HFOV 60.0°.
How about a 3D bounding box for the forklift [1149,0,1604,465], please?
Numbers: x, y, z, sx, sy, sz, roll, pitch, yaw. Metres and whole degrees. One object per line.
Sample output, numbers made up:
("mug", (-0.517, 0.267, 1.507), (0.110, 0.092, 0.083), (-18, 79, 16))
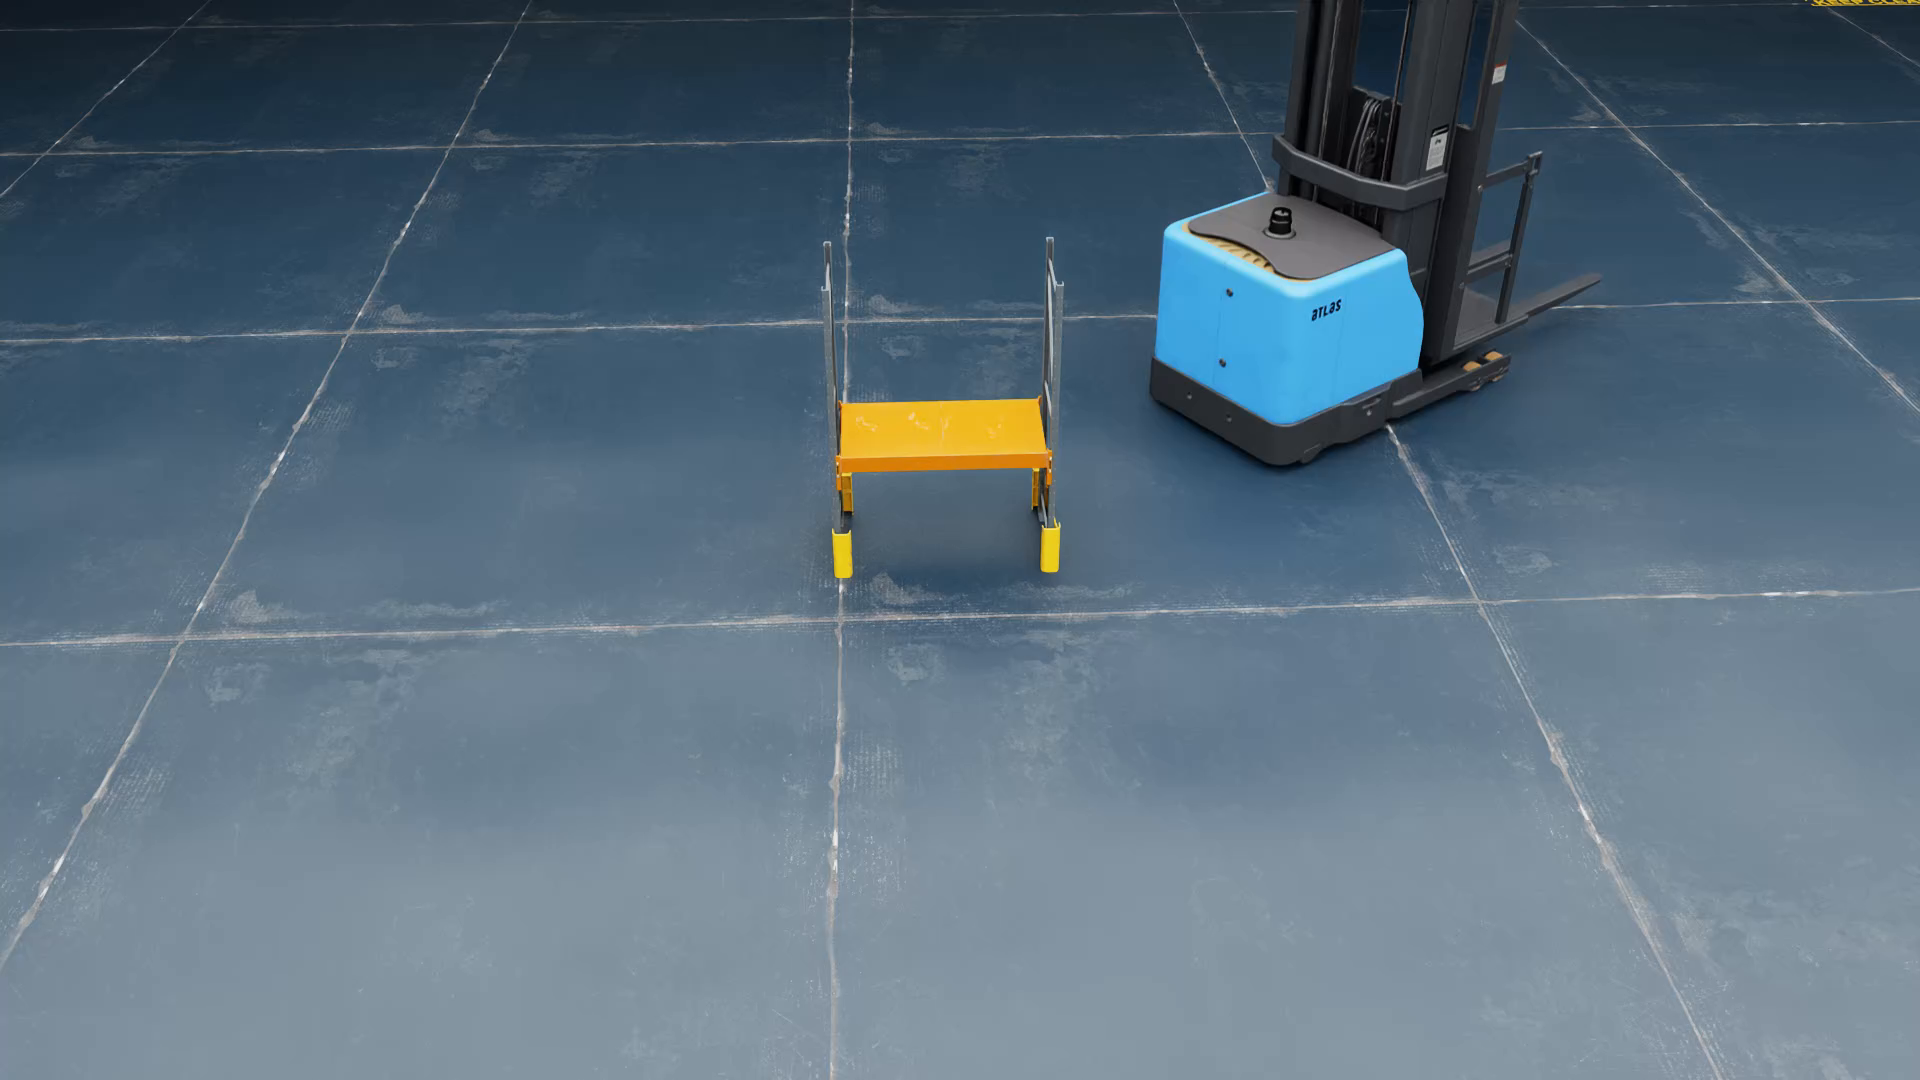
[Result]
("forklift", (2.542, -2.269, 8.954), (3.031, 2.935, 1.130), (-23, 41, -30))

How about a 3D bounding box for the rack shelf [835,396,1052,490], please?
("rack shelf", (-0.085, -0.467, 7.922), (1.000, 0.185, 0.538), (-2, 35, -2))

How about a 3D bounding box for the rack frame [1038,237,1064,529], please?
("rack frame", (0.423, -0.628, 7.840), (0.032, 1.500, 0.500), (-2, 35, -2))

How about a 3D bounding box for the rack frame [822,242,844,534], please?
("rack frame", (-0.593, -0.601, 7.800), (0.032, 1.500, 0.500), (-2, 35, -2))

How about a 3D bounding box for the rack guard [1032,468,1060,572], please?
("rack guard", (0.421, -0.114, 8.195), (0.087, 0.250, 0.587), (-2, 35, -2))

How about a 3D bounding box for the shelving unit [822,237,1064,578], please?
("shelving unit", (-0.076, -0.615, 7.820), (1.083, 1.500, 0.587), (-2, 35, -2))

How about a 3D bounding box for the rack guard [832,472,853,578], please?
("rack guard", (-0.574, -0.087, 8.157), (0.087, 0.250, 0.587), (-2, 35, -2))
